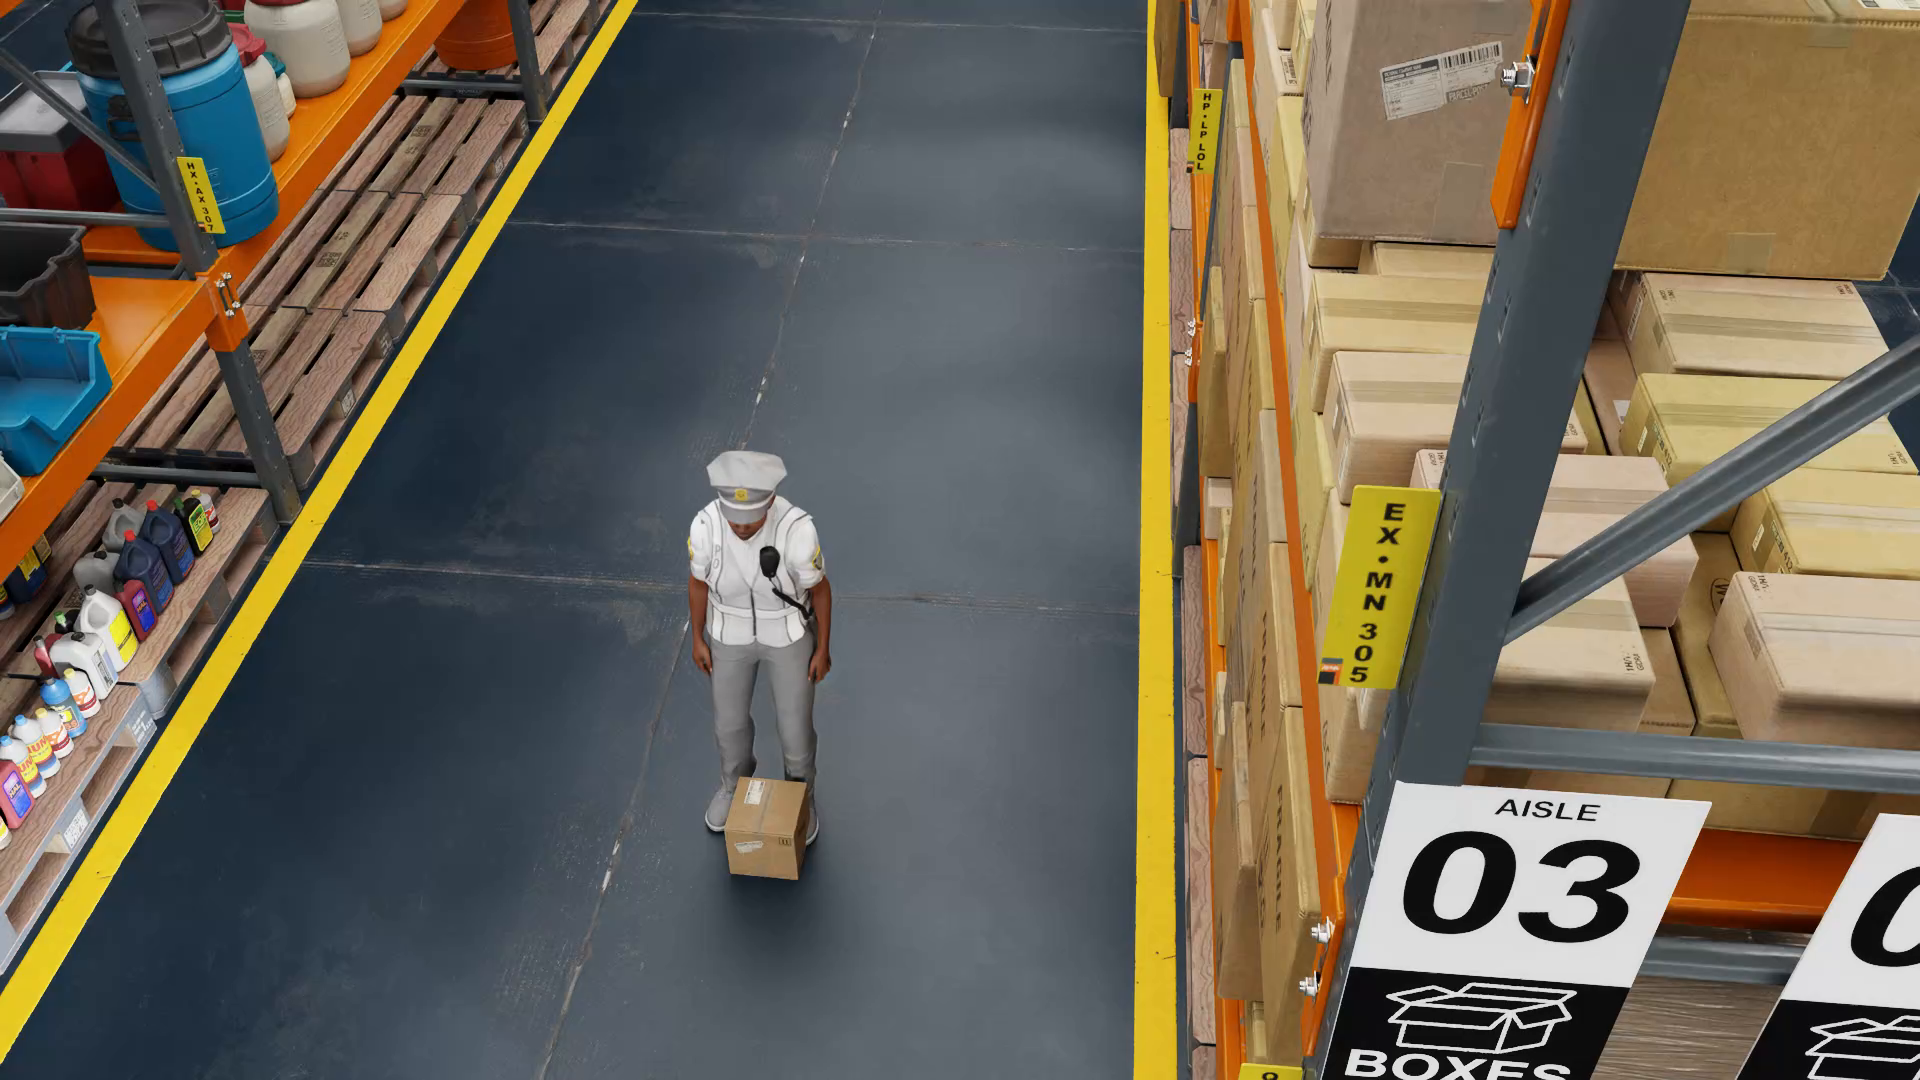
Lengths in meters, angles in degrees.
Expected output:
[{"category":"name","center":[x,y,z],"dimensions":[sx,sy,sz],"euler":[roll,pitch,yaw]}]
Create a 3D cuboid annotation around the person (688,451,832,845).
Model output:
[{"category":"person","center":[-0.690,0.361,5.733],"dimensions":[0.503,1.657,0.420],"euler":[3,40,4]}]
